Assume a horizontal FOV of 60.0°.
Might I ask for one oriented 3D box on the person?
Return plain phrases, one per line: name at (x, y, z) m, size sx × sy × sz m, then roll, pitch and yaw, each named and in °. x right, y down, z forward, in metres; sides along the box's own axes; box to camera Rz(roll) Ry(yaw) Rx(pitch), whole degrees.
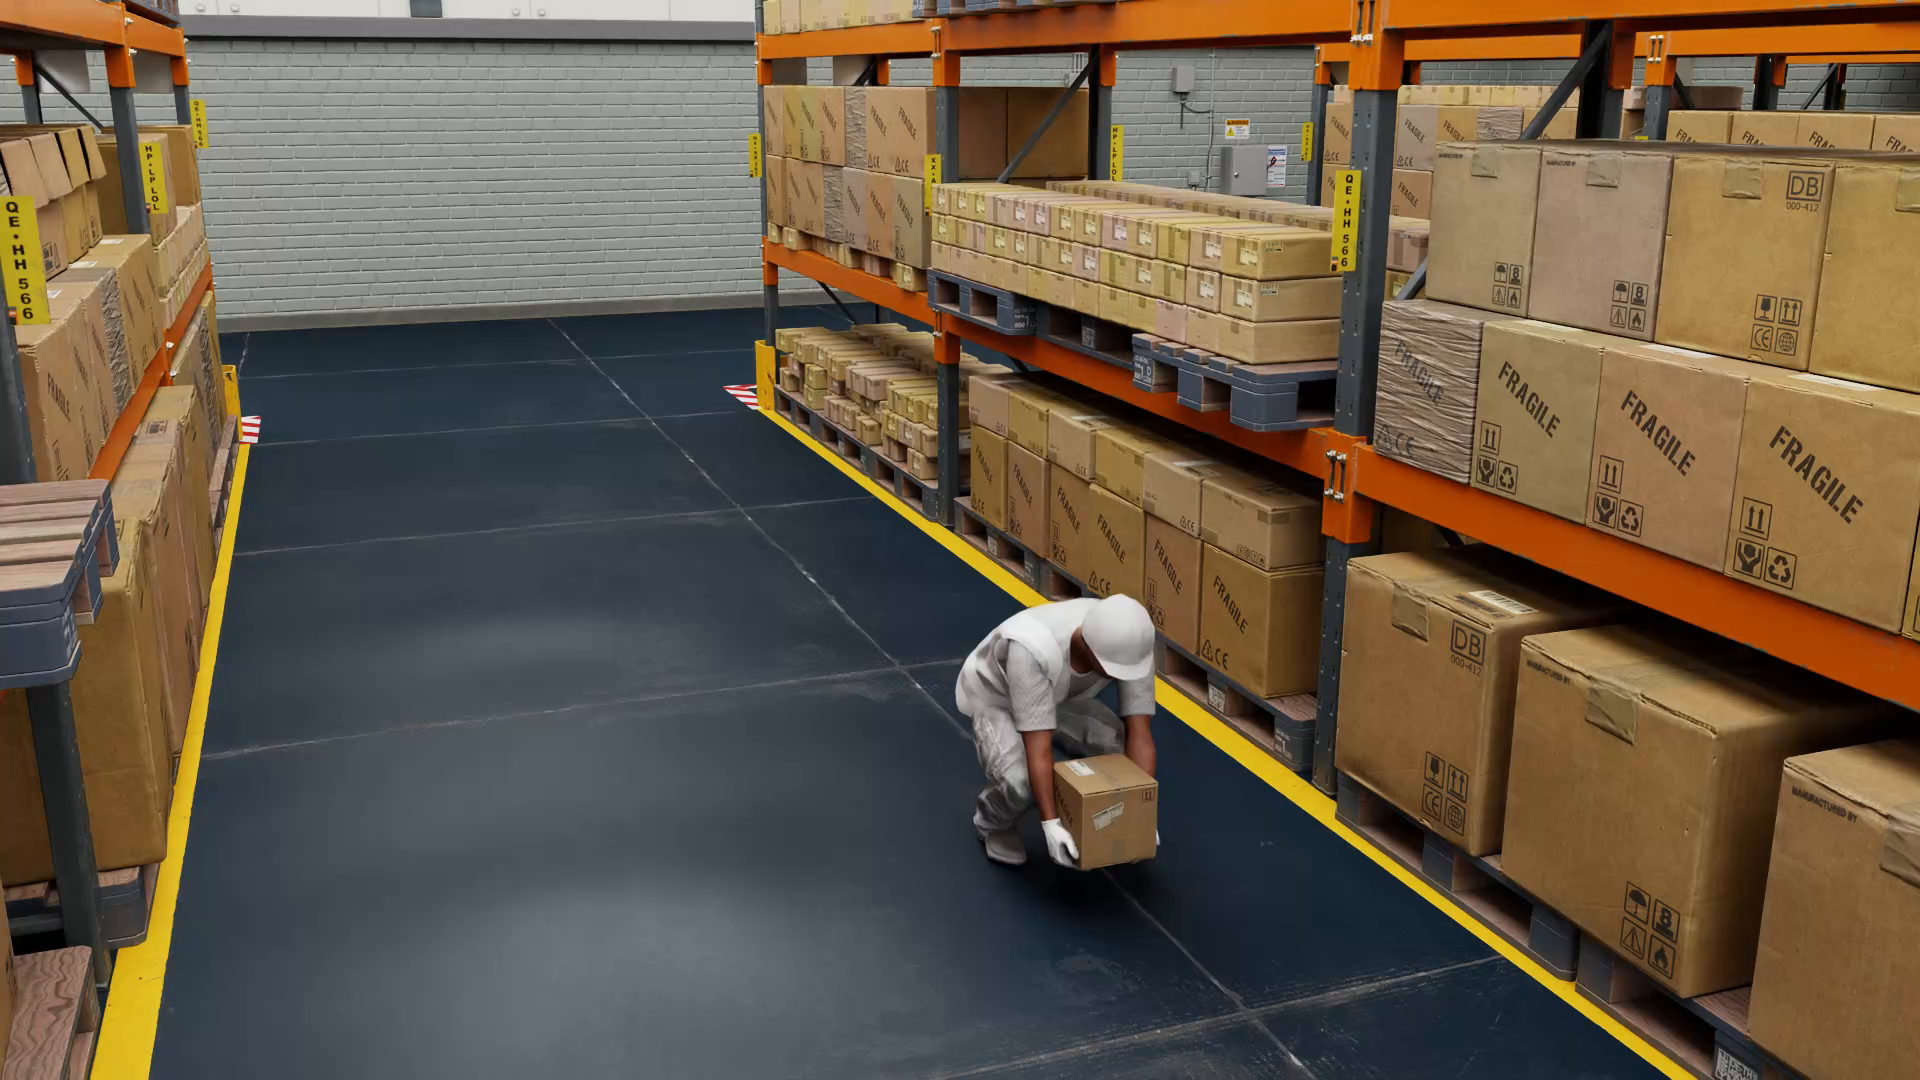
person at (0.338, 0.578, 5.373) m, size 0.559 × 1.005 × 0.914 m, roll -6°, pitch 17°, yaw -21°
